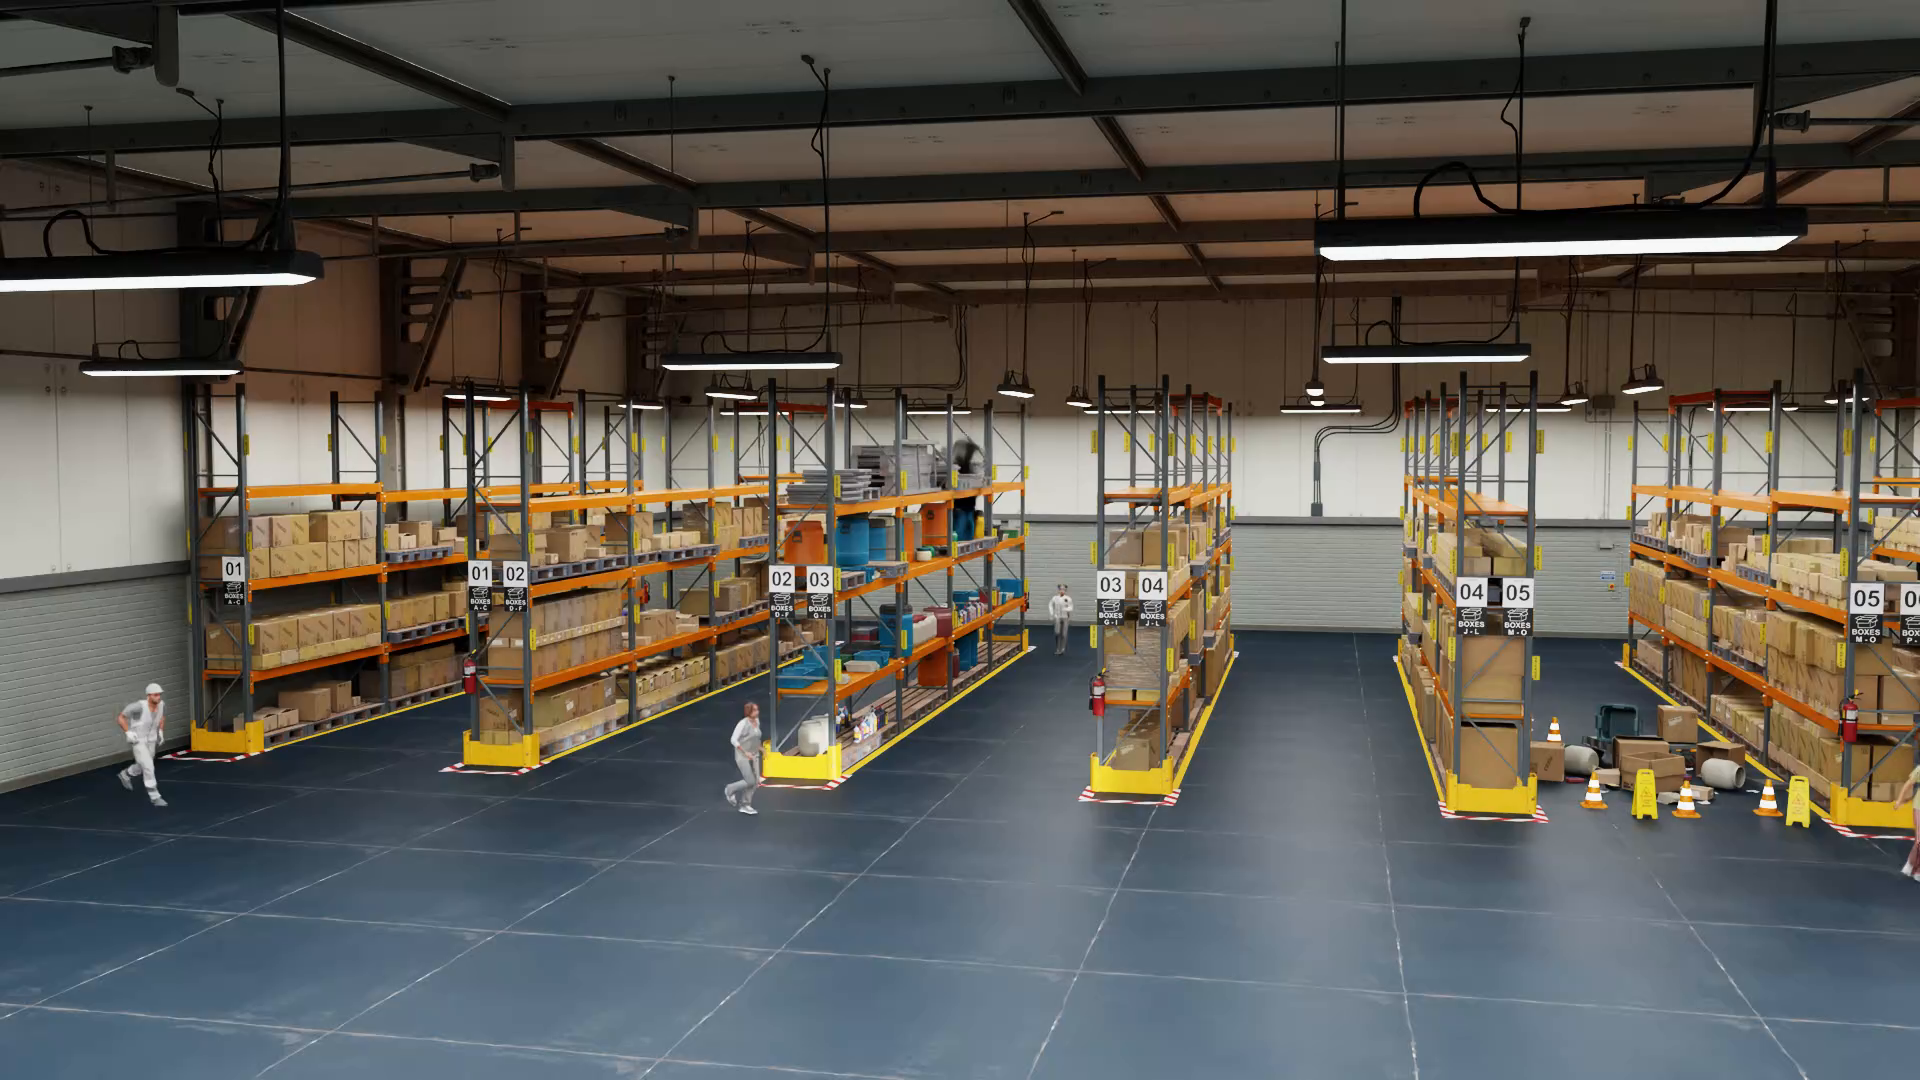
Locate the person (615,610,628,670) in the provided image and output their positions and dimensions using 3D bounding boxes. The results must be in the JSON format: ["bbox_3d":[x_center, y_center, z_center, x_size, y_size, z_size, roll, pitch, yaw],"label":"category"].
[{"bbox_3d":[-7.428,2.117,35.999,0.519,1.715,0.847,0,3,9],"label":"person"}]

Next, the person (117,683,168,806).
[{"bbox_3d":[-11.455,2.838,23.198,1.019,1.730,0.677,2,4,34],"label":"person"}]

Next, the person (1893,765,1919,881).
[{"bbox_3d":[11.058,3.105,18.936,0.564,1.619,0.605,0,3,0],"label":"person"}]

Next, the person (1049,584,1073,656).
[{"bbox_3d":[2.408,1.898,39.566,0.574,1.718,0.695,0,3,2],"label":"person"}]

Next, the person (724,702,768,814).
[{"bbox_3d":[-2.943,3.058,22.603,0.581,1.322,0.540,2,4,33],"label":"person"}]
